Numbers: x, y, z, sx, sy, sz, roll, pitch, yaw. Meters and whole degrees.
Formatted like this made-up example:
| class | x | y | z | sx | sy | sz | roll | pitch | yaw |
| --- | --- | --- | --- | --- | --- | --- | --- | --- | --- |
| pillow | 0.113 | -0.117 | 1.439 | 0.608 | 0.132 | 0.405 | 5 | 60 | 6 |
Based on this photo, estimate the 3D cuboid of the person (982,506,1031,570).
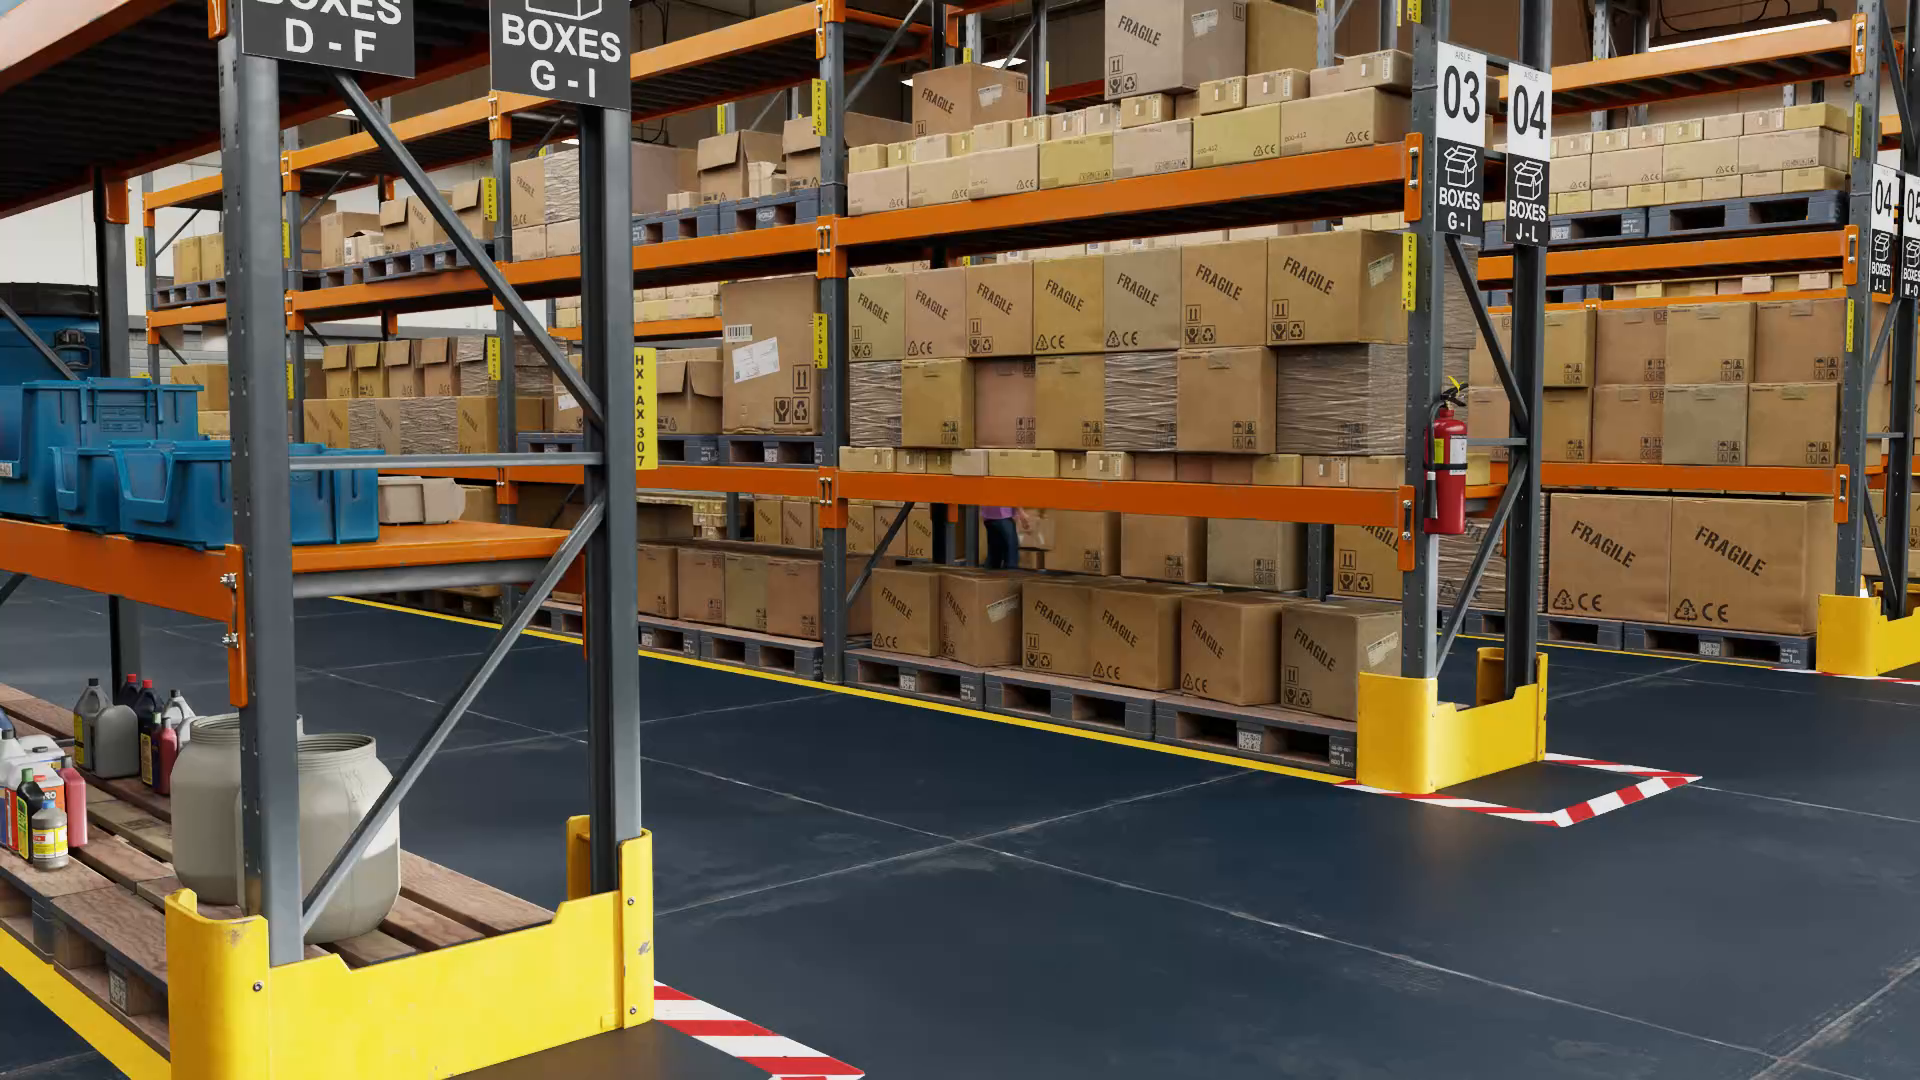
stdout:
| class | x | y | z | sx | sy | sz | roll | pitch | yaw |
| --- | --- | --- | --- | --- | --- | --- | --- | --- | --- |
| person | 0.401 | -0.168 | 13.462 | 0.496 | 1.597 | 0.476 | -1 | 4 | -9 |
